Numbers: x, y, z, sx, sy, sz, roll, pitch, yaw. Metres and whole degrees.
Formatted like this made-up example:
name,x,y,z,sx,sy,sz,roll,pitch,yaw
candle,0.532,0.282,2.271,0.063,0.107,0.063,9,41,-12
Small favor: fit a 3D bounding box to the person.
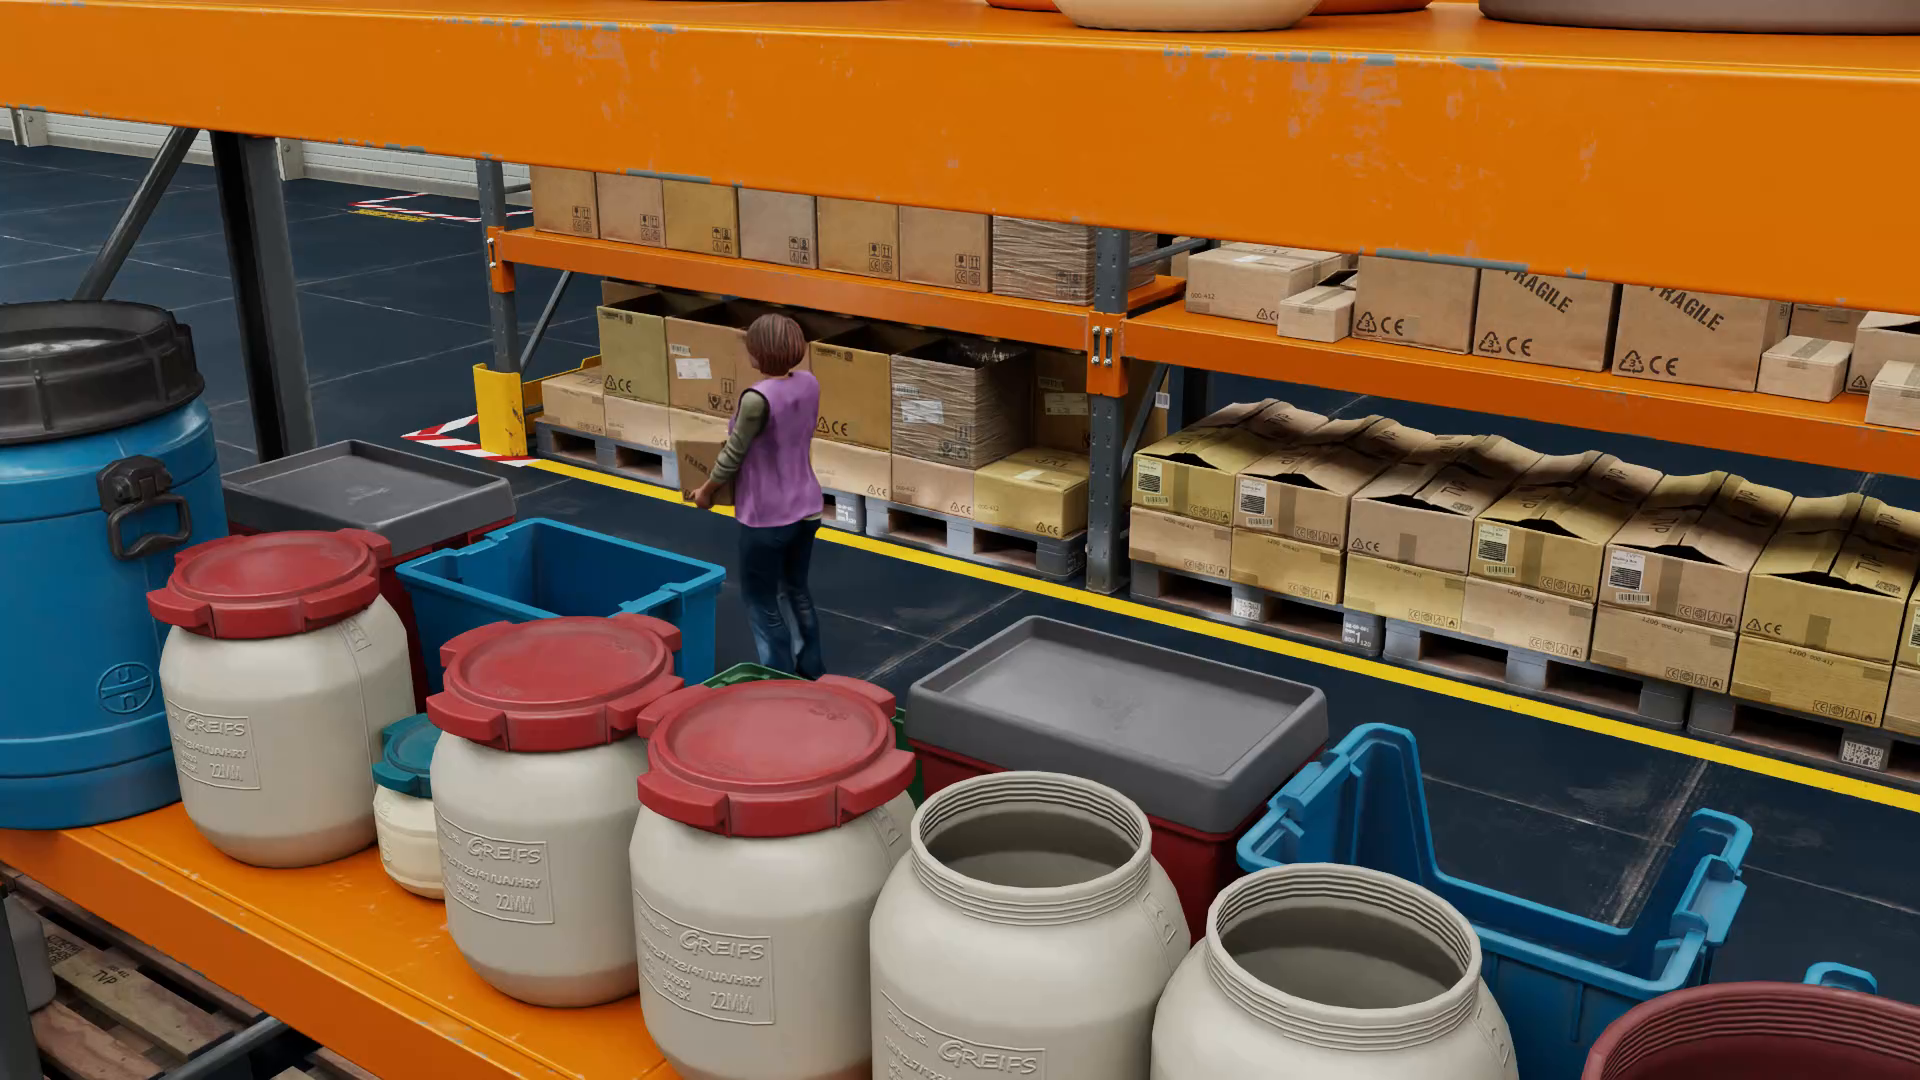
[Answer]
name,x,y,z,sx,sy,sz,roll,pitch,yaw
person,-0.761,-0.097,6.360,0.491,1.597,0.402,13,24,32
